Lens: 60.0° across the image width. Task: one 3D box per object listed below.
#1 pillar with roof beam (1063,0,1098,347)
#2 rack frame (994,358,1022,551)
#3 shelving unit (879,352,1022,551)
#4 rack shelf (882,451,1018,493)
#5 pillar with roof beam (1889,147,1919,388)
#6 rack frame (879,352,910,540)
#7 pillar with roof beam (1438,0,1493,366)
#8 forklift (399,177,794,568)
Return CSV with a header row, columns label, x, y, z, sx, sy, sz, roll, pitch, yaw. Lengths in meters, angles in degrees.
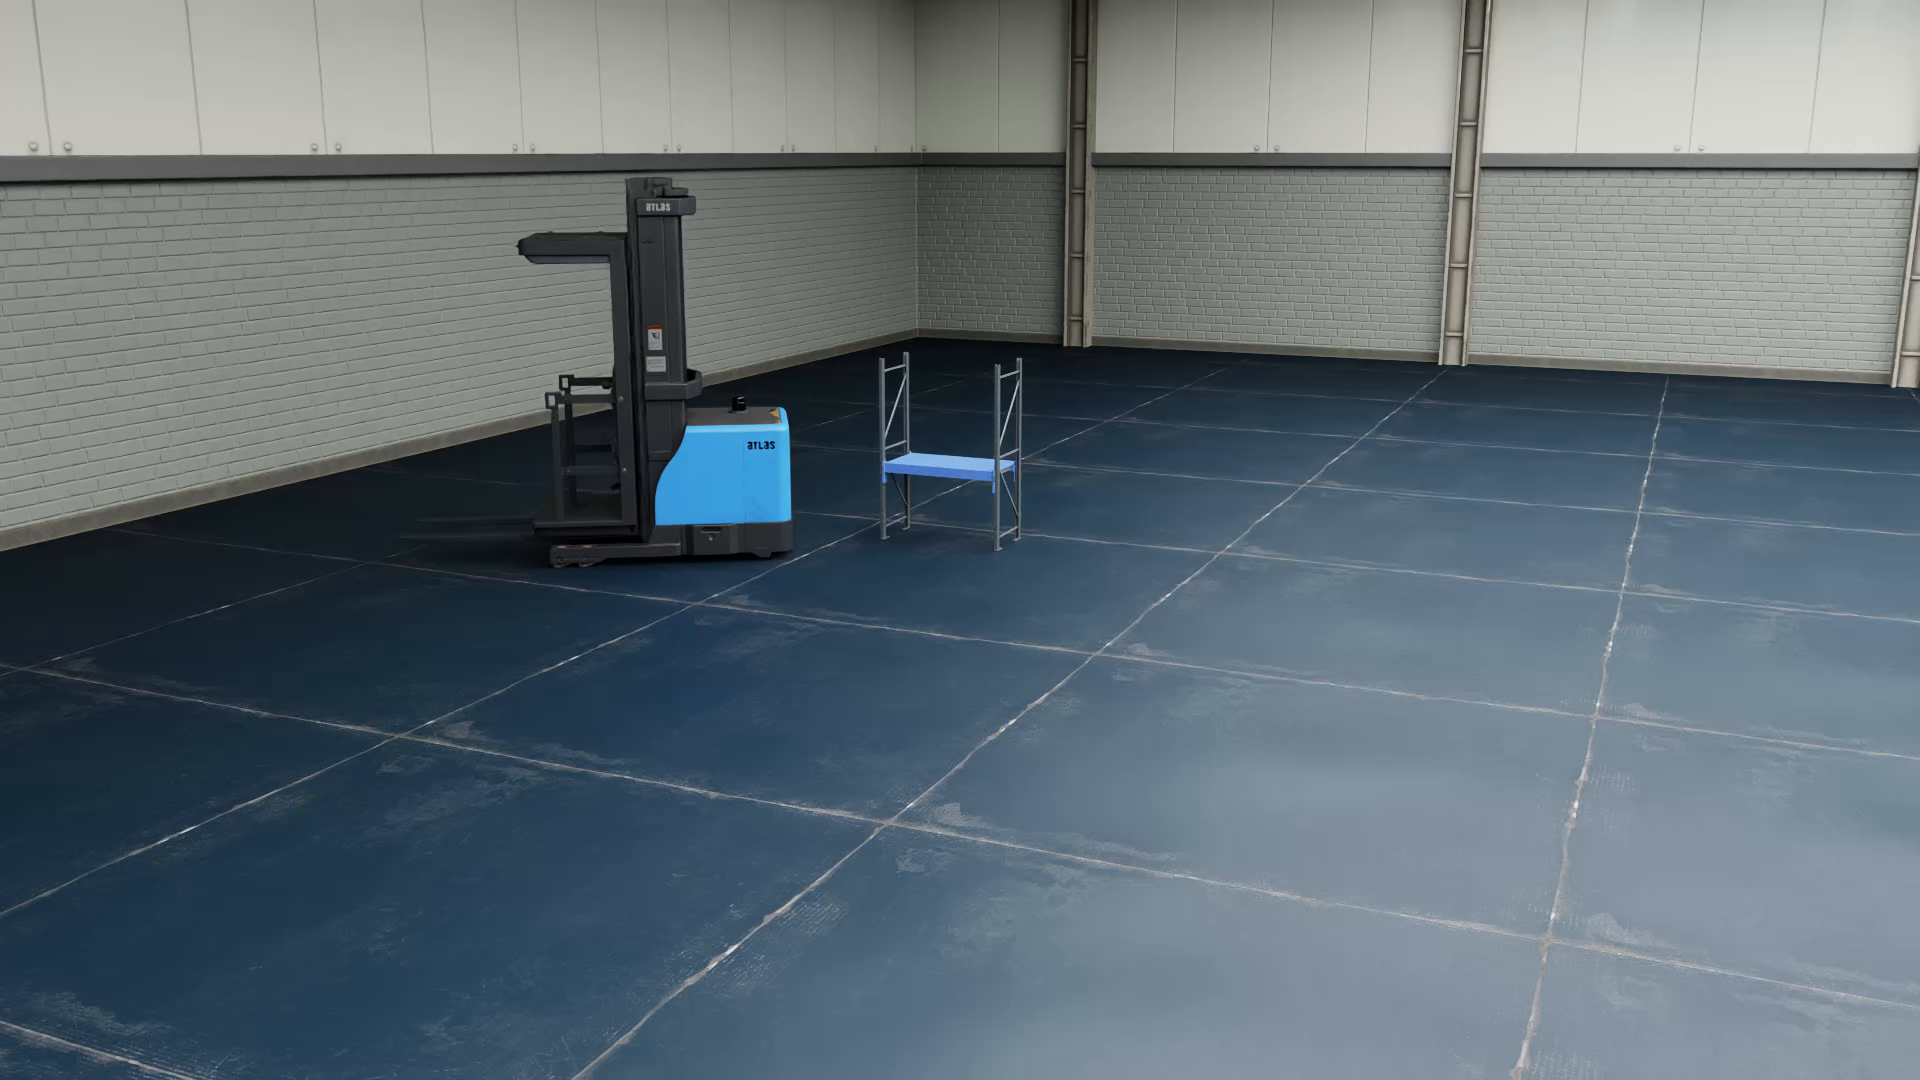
label,x,y,z,sx,sy,sz,roll,pitch,yaw
pillar with roof beam,0.194,-6.686,22.548,0.400,9.000,9.100,6,14,23
rack frame,0.387,-0.691,13.417,0.032,1.500,0.500,6,14,23
shelving unit,-0.078,-0.738,13.617,1.048,1.500,0.538,6,14,23
rack shelf,-0.078,-0.563,13.658,1.000,0.185,0.538,6,14,23
pillar with roof beam,11.166,-5.575,17.816,0.400,9.000,9.100,6,14,23
rack frame,-0.543,-0.785,13.818,0.032,1.500,0.500,6,14,23
pillar with roof beam,5.680,-6.130,20.182,0.400,9.000,9.100,6,14,23
forklift,-2.873,-1.342,13.058,3.031,2.935,1.130,-2,13,-7
